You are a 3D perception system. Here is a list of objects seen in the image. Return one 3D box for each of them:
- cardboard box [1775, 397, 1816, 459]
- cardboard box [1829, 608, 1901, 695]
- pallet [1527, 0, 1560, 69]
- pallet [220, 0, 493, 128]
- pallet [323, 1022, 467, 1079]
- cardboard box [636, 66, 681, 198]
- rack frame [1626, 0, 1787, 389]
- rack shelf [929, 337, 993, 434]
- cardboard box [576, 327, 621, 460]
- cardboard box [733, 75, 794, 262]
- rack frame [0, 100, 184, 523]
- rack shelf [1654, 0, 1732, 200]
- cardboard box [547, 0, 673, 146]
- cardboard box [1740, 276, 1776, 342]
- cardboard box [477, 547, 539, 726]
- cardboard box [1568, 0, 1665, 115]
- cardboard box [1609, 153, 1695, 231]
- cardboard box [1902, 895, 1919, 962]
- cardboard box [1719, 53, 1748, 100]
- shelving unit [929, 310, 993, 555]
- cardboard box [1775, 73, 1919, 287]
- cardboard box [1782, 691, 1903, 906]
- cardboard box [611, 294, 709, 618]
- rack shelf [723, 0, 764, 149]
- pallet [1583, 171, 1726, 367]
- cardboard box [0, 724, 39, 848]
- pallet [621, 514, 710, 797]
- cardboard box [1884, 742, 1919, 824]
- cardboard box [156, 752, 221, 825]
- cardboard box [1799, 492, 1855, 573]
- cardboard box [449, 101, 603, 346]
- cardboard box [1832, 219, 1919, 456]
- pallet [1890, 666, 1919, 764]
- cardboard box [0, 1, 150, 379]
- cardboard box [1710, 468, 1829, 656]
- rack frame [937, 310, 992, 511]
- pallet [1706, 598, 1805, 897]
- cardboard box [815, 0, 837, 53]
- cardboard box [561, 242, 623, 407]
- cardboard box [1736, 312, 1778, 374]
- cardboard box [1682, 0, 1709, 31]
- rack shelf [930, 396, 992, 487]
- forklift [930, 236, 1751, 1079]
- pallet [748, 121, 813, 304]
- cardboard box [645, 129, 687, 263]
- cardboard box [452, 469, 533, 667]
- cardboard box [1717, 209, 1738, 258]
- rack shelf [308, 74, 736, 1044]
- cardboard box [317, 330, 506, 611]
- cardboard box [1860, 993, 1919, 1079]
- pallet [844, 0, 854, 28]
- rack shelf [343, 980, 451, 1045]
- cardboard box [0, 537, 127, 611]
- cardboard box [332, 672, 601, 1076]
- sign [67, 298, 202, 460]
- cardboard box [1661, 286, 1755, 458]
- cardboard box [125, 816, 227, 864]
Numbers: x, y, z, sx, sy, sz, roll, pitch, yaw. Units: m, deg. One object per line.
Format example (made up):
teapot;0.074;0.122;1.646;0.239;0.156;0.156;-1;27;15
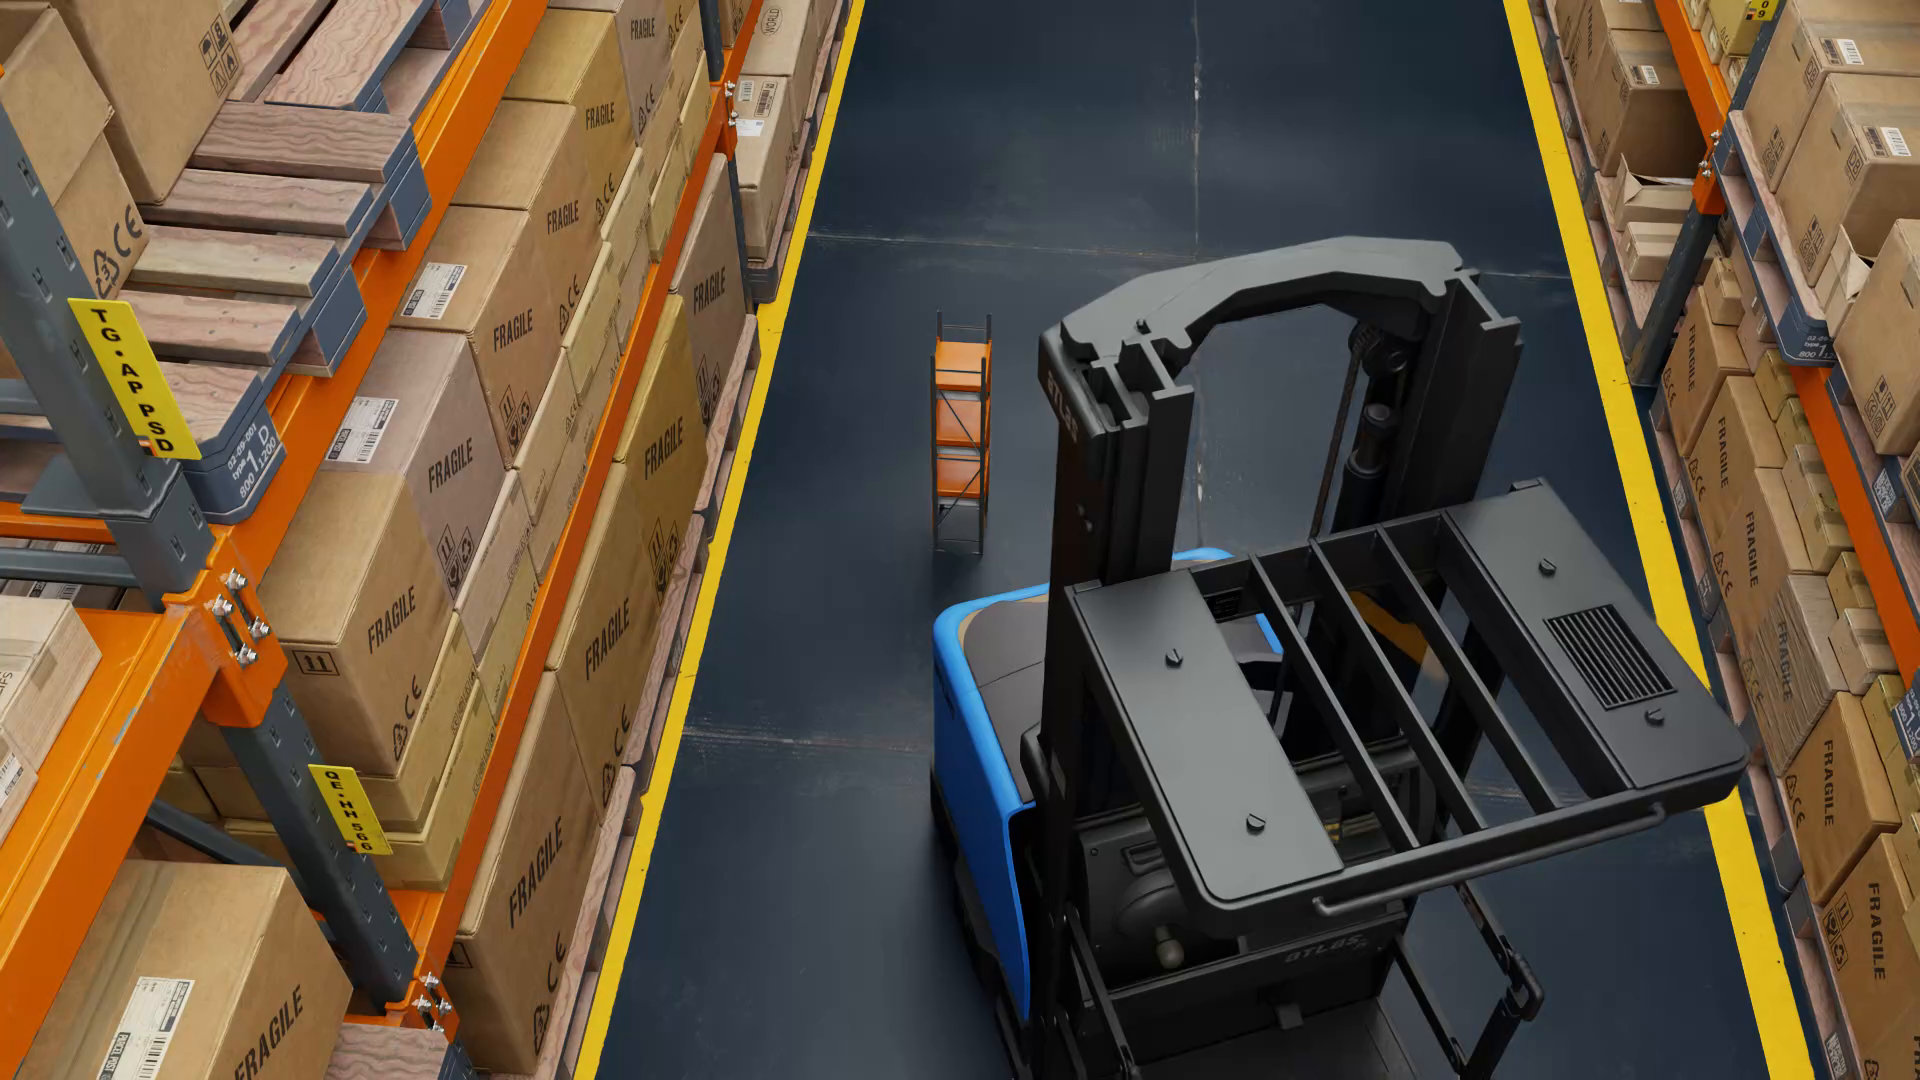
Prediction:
cardboard box;3.218;-0.375;6.056;0.380;0.149;0.250;3;48;3
cardboard box;3.064;0.366;5.379;0.380;0.149;0.250;2;48;2
pallet;3.773;-3.061;9.432;1.003;0.211;1.213;4;48;4
pallet;-1.716;-1.343;4.067;1.003;0.211;1.213;6;48;5
pallet;-1.780;1.500;3.502;1.213;0.211;1.003;4;48;4
cardboard box;-1.293;-1.445;5.828;0.500;0.250;0.500;5;48;4
rack frame;3.487;-1.704;6.302;1.000;3.000;0.127;4;48;4
rack shelf;0.005;-0.578;6.223;0.215;0.259;0.240;4;48;4
cardboard box;-1.402;-0.515;5.315;0.500;0.250;0.500;4;48;4
cardboard box;-1.292;-1.766;7.811;0.875;0.438;0.875;3;48;3
rack frame;-1.821;-1.121;1.703;1.000;3.000;0.127;4;48;4
rack shelf;3.669;-2.931;7.912;1.077;0.370;4.000;4;48;4
cardboard box;-1.287;-1.681;5.535;0.500;0.500;0.500;5;48;4
cardboard box;3.213;-0.882;6.318;0.380;0.149;0.250;2;48;2
cardboard box;-1.497;0.233;4.631;0.500;0.250;0.500;3;48;2
cardboard box;3.437;-2.491;8.431;0.500;0.500;0.500;5;48;4
cardboard box;3.278;-1.615;7.788;0.396;0.266;0.258;5;48;5
cardboard box;2.909;1.135;4.674;0.380;0.149;0.250;2;48;2
cardboard box;3.264;-1.871;6.624;0.380;0.149;0.250;4;48;4
shelving unit;0.005;-0.394;6.424;0.215;1.050;0.252;4;48;4
cardboard box;3.173;-1.159;5.451;0.700;0.500;0.500;4;48;4
cardboard box;3.048;0.860;5.366;0.500;0.500;0.500;6;48;5
cardboard box;-1.508;-0.335;6.205;0.875;0.875;0.875;5;48;5
rack shelf;-1.274;-3.262;8.214;1.077;0.370;4.000;4;48;4
pallet;3.550;-1.268;7.792;1.003;0.211;1.213;4;48;4
cardboard box;-1.655;0.405;2.510;0.380;0.149;0.250;4;48;4
pallet;-1.560;0.377;6.288;1.003;0.211;1.213;4;48;4
cardboard box;3.046;0.754;5.023;0.380;0.149;0.250;5;48;5
cardboard box;-2.030;0.413;4.128;0.500;0.250;0.500;4;48;3
cardboard box;3.133;-0.012;5.724;0.380;0.149;0.250;5;48;5
cardboard box;-1.385;-0.928;4.847;0.500;0.500;0.500;5;48;4
cardboard box;3.101;-0.582;4.923;0.700;0.500;0.500;4;48;3
pallet;3.114;0.797;4.144;1.213;0.211;1.003;4;48;4
cardboard box;-1.937;-0.572;2.879;0.797;0.503;0.637;1;48;1
cardboard box;3.130;0.096;6.064;0.500;0.500;0.500;3;48;2
rack frame;0.016;-0.483;6.506;0.200;1.050;0.008;4;48;4
pallet;3.342;0.736;5.960;1.003;0.211;1.213;4;48;4
cardboard box;-1.128;-3.087;9.018;0.875;0.438;0.875;5;48;5
cardboard box;-1.364;-0.687;5.134;0.500;0.250;0.500;5;48;4
cardboard box;3.241;-0.767;6.414;0.380;0.149;0.250;3;48;2
cardboard box;3.266;-2.256;6.977;0.380;0.149;0.250;5;48;5
rack shelf;0.005;-0.386;6.432;0.215;0.259;0.240;4;48;4
forklift;0.812;0.888;3.978;1.130;2.935;3.031;-13;49;-11
pallet;-1.309;-1.648;8.140;1.003;0.211;1.213;4;48;4
cardboard box;-1.294;-1.264;6.001;0.500;0.250;0.500;3;48;3
cardboard box;-1.481;0.050;4.460;0.500;0.250;0.500;5;48;4
cardboard box;3.782;-1.408;7.569;0.500;0.311;0.500;5;48;5
rack shelf;-1.639;-0.323;5.526;1.077;0.370;4.000;4;48;4
cardboard box;-1.497;-0.178;4.161;0.500;0.500;0.500;4;48;4
cardboard box;2.947;1.612;4.678;0.500;0.500;0.500;5;48;5
pallet;-1.087;-3.441;9.780;1.003;0.211;1.213;4;48;4
rack shelf;-2.003;2.616;2.838;1.077;0.370;4.000;4;48;4
cardboard box;-2.034;0.135;3.874;0.500;0.500;0.500;3;48;2
cardboard box;-1.675;0.977;5.004;0.875;0.875;0.875;3;48;3
sign;-1.281;-0.245;2.584;0.100;0.325;0.005;4;48;4
cardboard box;3.219;-0.662;6.758;0.500;0.500;0.500;6;48;5
cardboard box;-2.033;0.566;4.328;0.500;0.250;0.500;2;48;2
